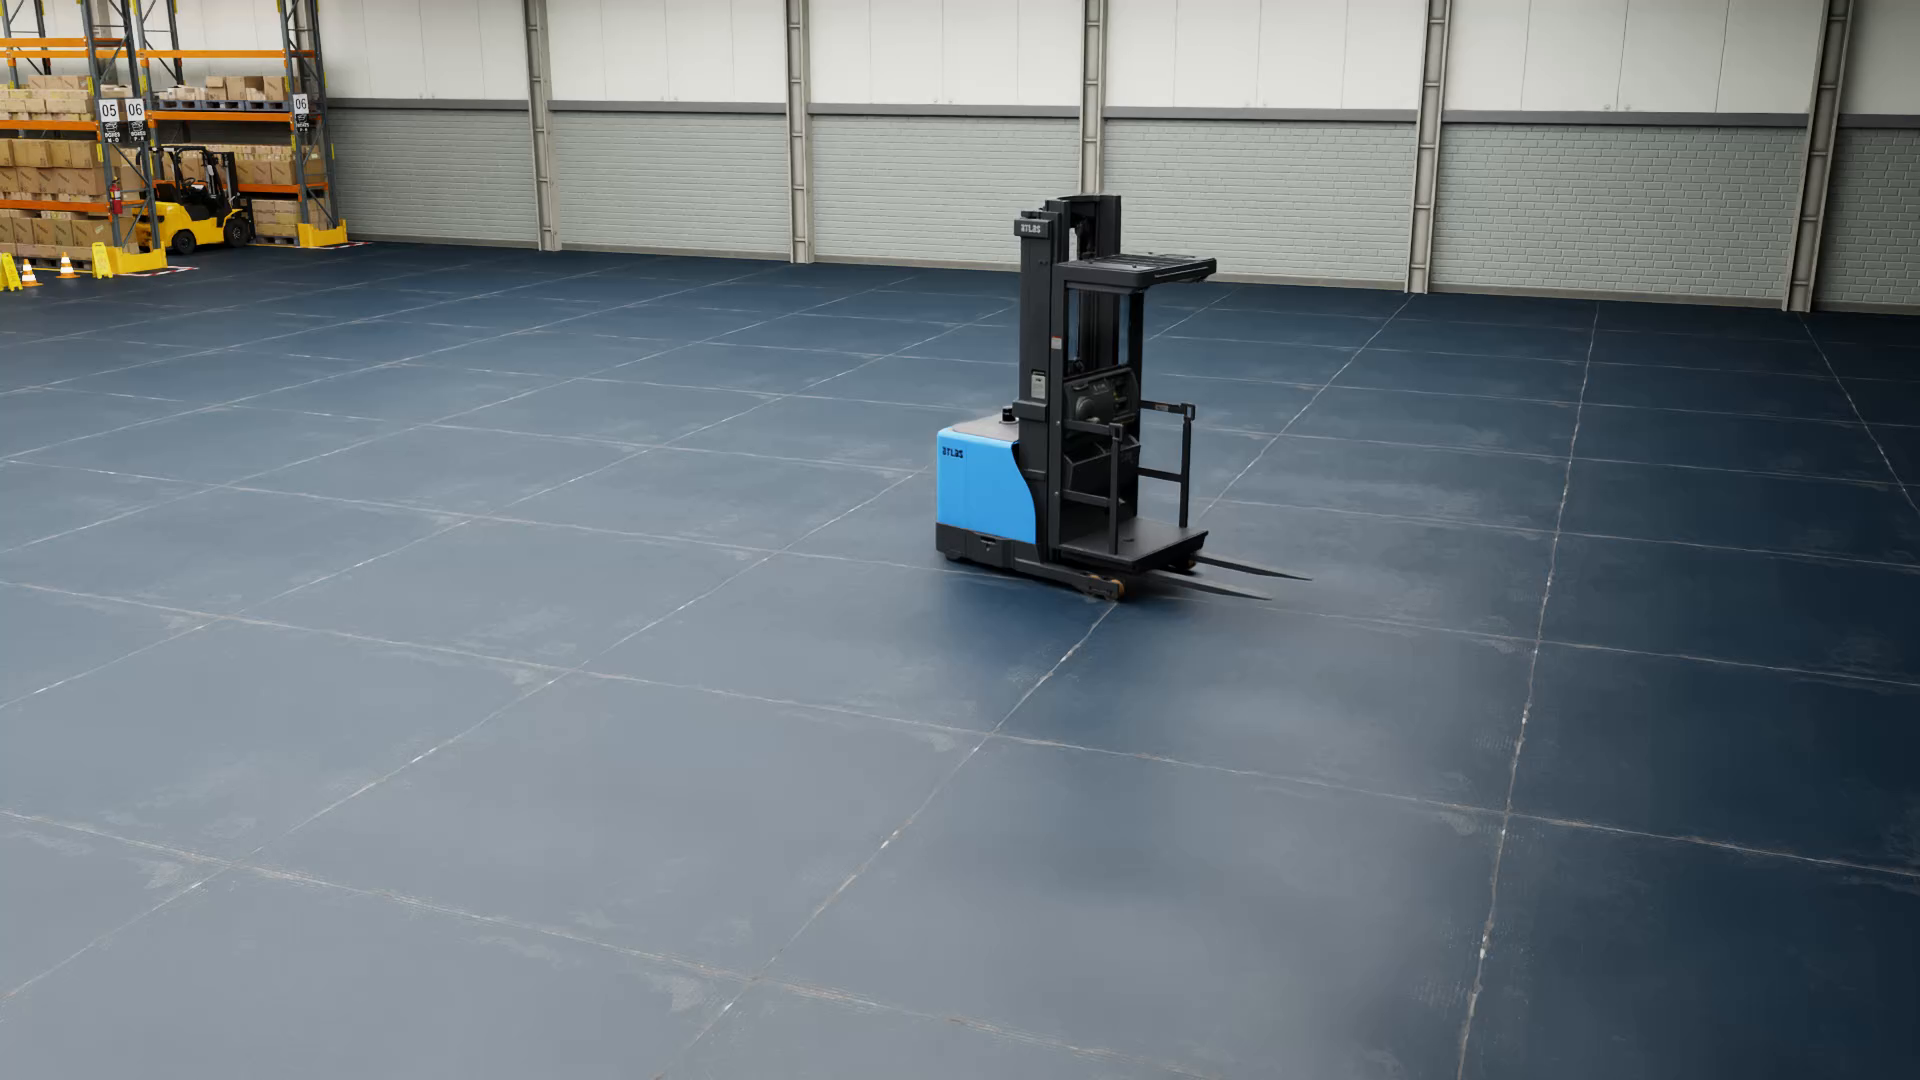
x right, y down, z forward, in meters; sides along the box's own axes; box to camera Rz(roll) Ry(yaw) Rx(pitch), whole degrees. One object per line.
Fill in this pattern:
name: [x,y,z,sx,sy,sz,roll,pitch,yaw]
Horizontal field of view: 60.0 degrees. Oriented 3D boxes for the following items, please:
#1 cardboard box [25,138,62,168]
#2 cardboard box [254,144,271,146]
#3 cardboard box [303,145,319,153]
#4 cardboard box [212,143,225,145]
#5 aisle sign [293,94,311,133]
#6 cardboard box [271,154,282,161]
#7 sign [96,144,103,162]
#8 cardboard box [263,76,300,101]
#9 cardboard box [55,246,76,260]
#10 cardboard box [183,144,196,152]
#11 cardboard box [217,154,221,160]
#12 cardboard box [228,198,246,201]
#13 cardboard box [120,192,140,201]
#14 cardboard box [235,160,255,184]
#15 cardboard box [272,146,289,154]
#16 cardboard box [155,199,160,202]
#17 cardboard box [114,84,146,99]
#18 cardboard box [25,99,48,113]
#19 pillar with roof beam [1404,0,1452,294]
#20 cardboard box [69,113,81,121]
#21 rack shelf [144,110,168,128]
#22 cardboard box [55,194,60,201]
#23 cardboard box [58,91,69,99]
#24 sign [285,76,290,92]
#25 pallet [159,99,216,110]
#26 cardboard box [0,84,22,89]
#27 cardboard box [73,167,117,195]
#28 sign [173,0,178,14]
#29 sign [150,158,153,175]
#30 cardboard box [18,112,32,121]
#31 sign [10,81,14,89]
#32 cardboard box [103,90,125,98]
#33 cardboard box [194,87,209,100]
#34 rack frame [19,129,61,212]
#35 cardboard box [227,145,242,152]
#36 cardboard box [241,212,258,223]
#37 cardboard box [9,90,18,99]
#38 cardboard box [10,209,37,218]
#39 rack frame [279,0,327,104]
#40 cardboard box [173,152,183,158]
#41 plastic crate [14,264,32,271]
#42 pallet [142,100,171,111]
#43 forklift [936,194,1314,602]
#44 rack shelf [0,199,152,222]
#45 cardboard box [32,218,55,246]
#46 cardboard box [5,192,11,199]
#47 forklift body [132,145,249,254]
cardboard box: [-17.354,-7.398,31.769,0.500,0.500,0.700,6,17,20]
cardboard box: [-15.404,-8.693,36.860,0.250,0.149,0.380,6,17,19]
cardboard box: [-14.235,-8.532,36.306,0.250,0.149,0.380,6,17,20]
cardboard box: [-16.589,-8.827,37.324,0.250,0.149,0.380,6,17,20]
aisle sign: [-14.047,-9.105,35.494,0.004,0.787,0.394,6,17,21]
cardboard box: [-14.675,-8.280,35.973,0.250,0.149,0.380,7,17,22]
sign: [-16.041,-7.218,31.012,0.005,0.325,0.100,6,17,21]
cardboard box: [-14.502,-9.660,35.576,0.500,0.500,0.500,7,18,22]
cardboard box: [-17.148,-5.601,32.265,0.500,0.250,0.500,6,17,21]
cardboard box: [-17.017,-8.715,36.935,0.250,0.149,0.380,6,17,20]
cardboard box: [-16.091,-8.444,36.537,0.250,0.149,0.380,6,17,19]
cardboard box: [-15.962,-7.421,36.740,0.500,0.250,0.500,6,17,20]
cardboard box: [-16.059,-6.620,32.046,0.250,0.149,0.380,6,17,21]
cardboard box: [-15.511,-8.078,36.438,0.500,0.500,0.500,6,17,20]
cardboard box: [-14.652,-8.441,35.993,0.250,0.149,0.380,6,17,21]
cardboard box: [-18.211,-7.461,37.998,0.625,0.625,0.875,7,18,23]
cardboard box: [-18.484,-10.007,37.111,0.500,0.311,0.500,6,17,19]
cardboard box: [-17.345,-8.249,31.564,0.500,0.250,0.500,7,18,22]
pillar with roof beam: [6.429,-7.554,24.054,0.400,9.000,9.100,6,17,21]
cardboard box: [-16.497,-7.953,31.258,0.250,0.149,0.380,6,17,21]
rack shelf: [-19.582,-9.648,37.939,4.000,0.370,1.077,6,17,21]
cardboard box: [-17.189,-6.624,32.061,0.250,0.149,0.380,7,17,21]
cardboard box: [-16.711,-8.370,31.266,0.250,0.149,0.380,6,17,20]
sign: [-14.213,-9.628,35.132,0.005,0.325,0.100,6,17,21]
pallet: [-16.919,-9.666,36.868,1.213,0.211,1.003,6,17,21]
cardboard box: [-21.871,-10.419,38.324,0.250,0.149,0.380,7,18,22]
cardboard box: [-16.425,-6.827,31.596,0.500,0.500,0.500,6,17,20]
sign: [-17.495,-11.896,37.050,0.005,0.325,0.100,6,17,21]
sign: [-15.620,-7.208,32.071,0.005,0.325,0.100,6,17,21]
cardboard box: [-17.698,-8.081,31.701,0.250,0.149,0.380,6,17,20]
sign: [-21.644,-10.306,37.987,0.005,0.325,0.100,6,17,21]
cardboard box: [-16.074,-8.444,31.520,0.250,0.149,0.380,6,17,20]
cardboard box: [-16.453,-9.744,36.285,0.258,0.266,0.396,6,17,19]
rack frame: [-21.443,-8.758,38.961,0.127,3.000,1.000,6,17,21]
cardboard box: [-15.840,-8.579,36.470,0.250,0.149,0.380,7,17,21]
cardboard box: [-15.519,-7.131,36.639,0.500,0.250,0.500,6,17,19]
cardboard box: [-17.890,-8.509,31.745,0.250,0.149,0.380,7,17,22]
cardboard box: [-18.265,-6.376,32.427,0.250,0.149,0.380,7,18,24]
rack frame: [-14.001,-10.821,35.306,0.127,3.000,1.000,6,17,21]
cardboard box: [-17.280,-8.581,37.010,0.250,0.149,0.380,7,17,22]
plastic crate: [-18.380,-5.286,32.237,0.583,0.080,0.402,0,16,1]
pallet: [-18.547,-9.784,37.459,1.217,0.209,0.805,6,17,18]
forklift: [1.261,-1.108,12.734,3.031,2.935,1.130,13,21,38]
rack shelf: [-17.679,-6.511,32.512,4.000,0.370,1.077,6,17,21]
cardboard box: [-17.613,-6.013,32.341,0.500,0.500,0.500,6,17,19]
cardboard box: [-18.375,-6.740,32.460,0.250,0.149,0.380,6,17,20]
forklift body: [-16.434,-7.253,35.299,1.214,2.155,2.313,6,17,21]
